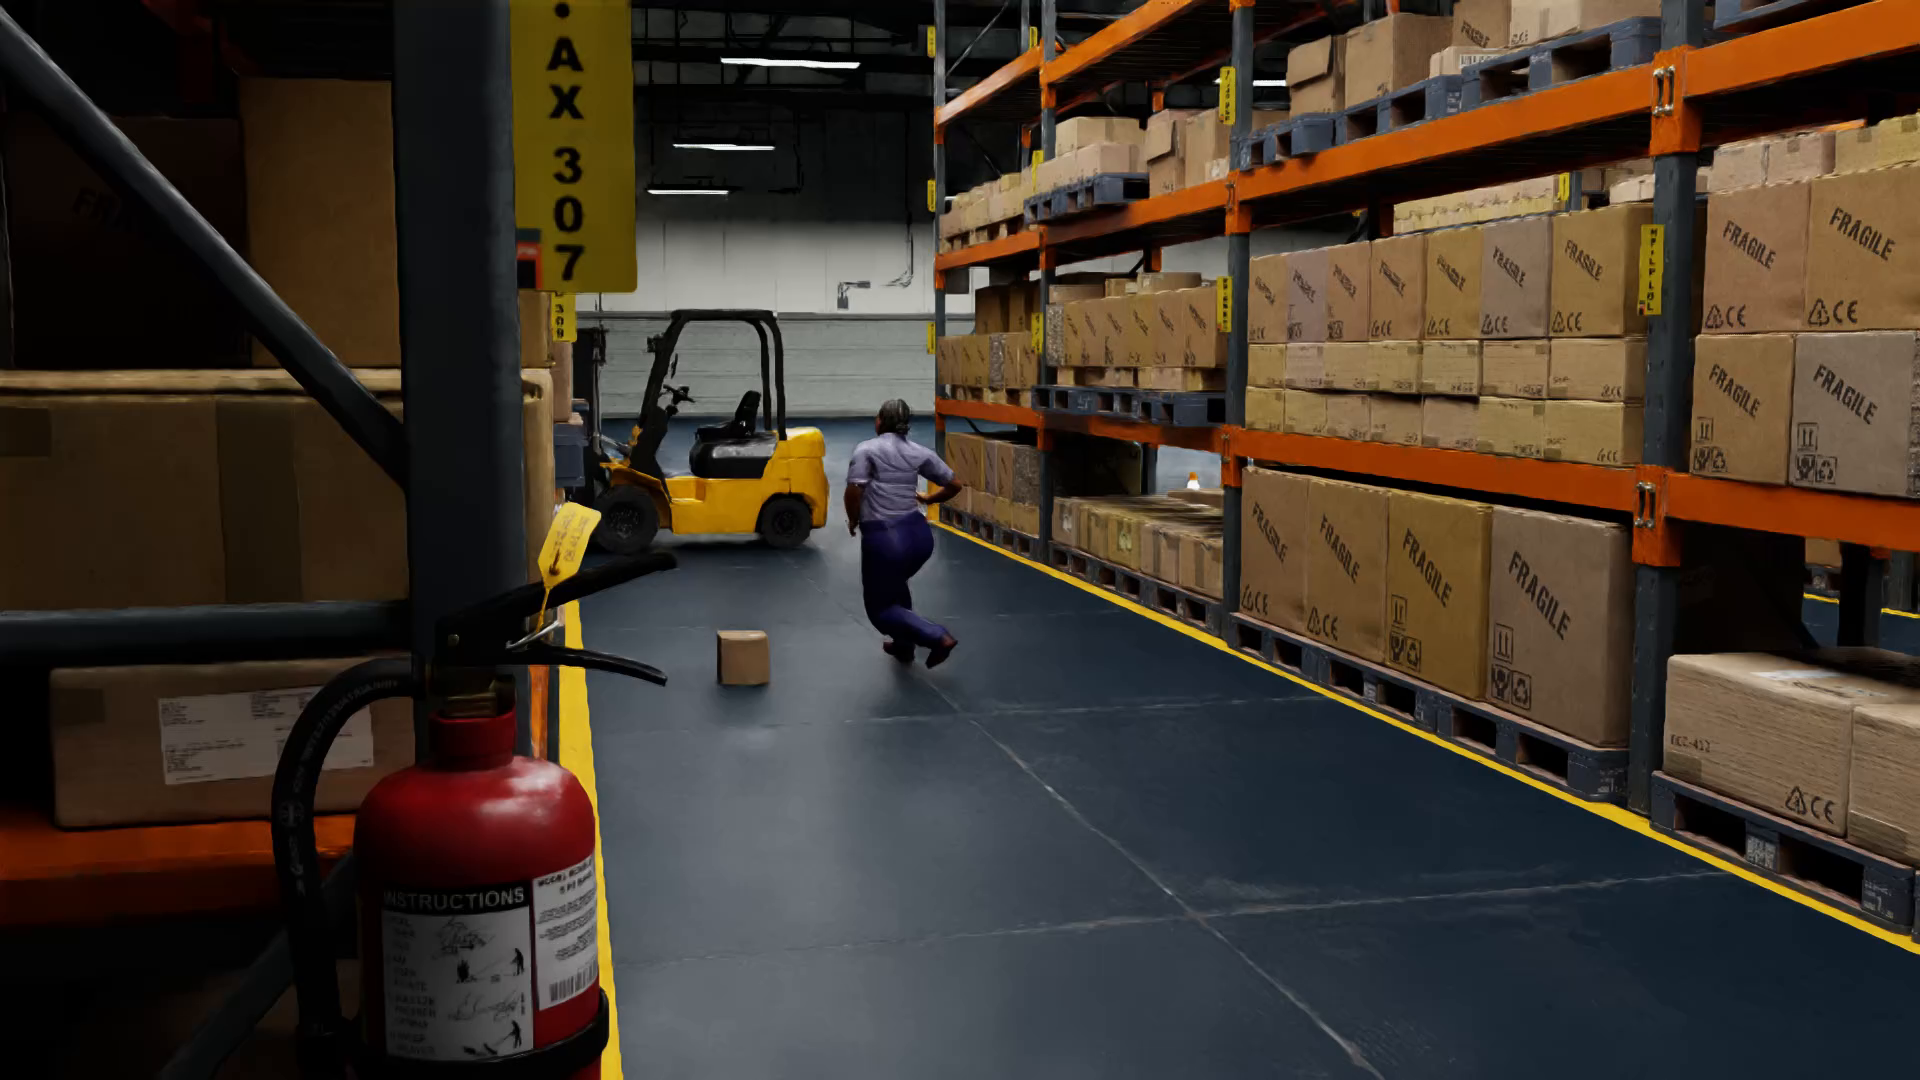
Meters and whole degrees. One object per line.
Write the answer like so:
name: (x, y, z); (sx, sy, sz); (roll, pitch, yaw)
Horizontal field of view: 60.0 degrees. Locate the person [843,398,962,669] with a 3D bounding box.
person: (-0.335, -0.029, 9.111); (0.705, 1.498, 0.888); (-6, 9, -44)
